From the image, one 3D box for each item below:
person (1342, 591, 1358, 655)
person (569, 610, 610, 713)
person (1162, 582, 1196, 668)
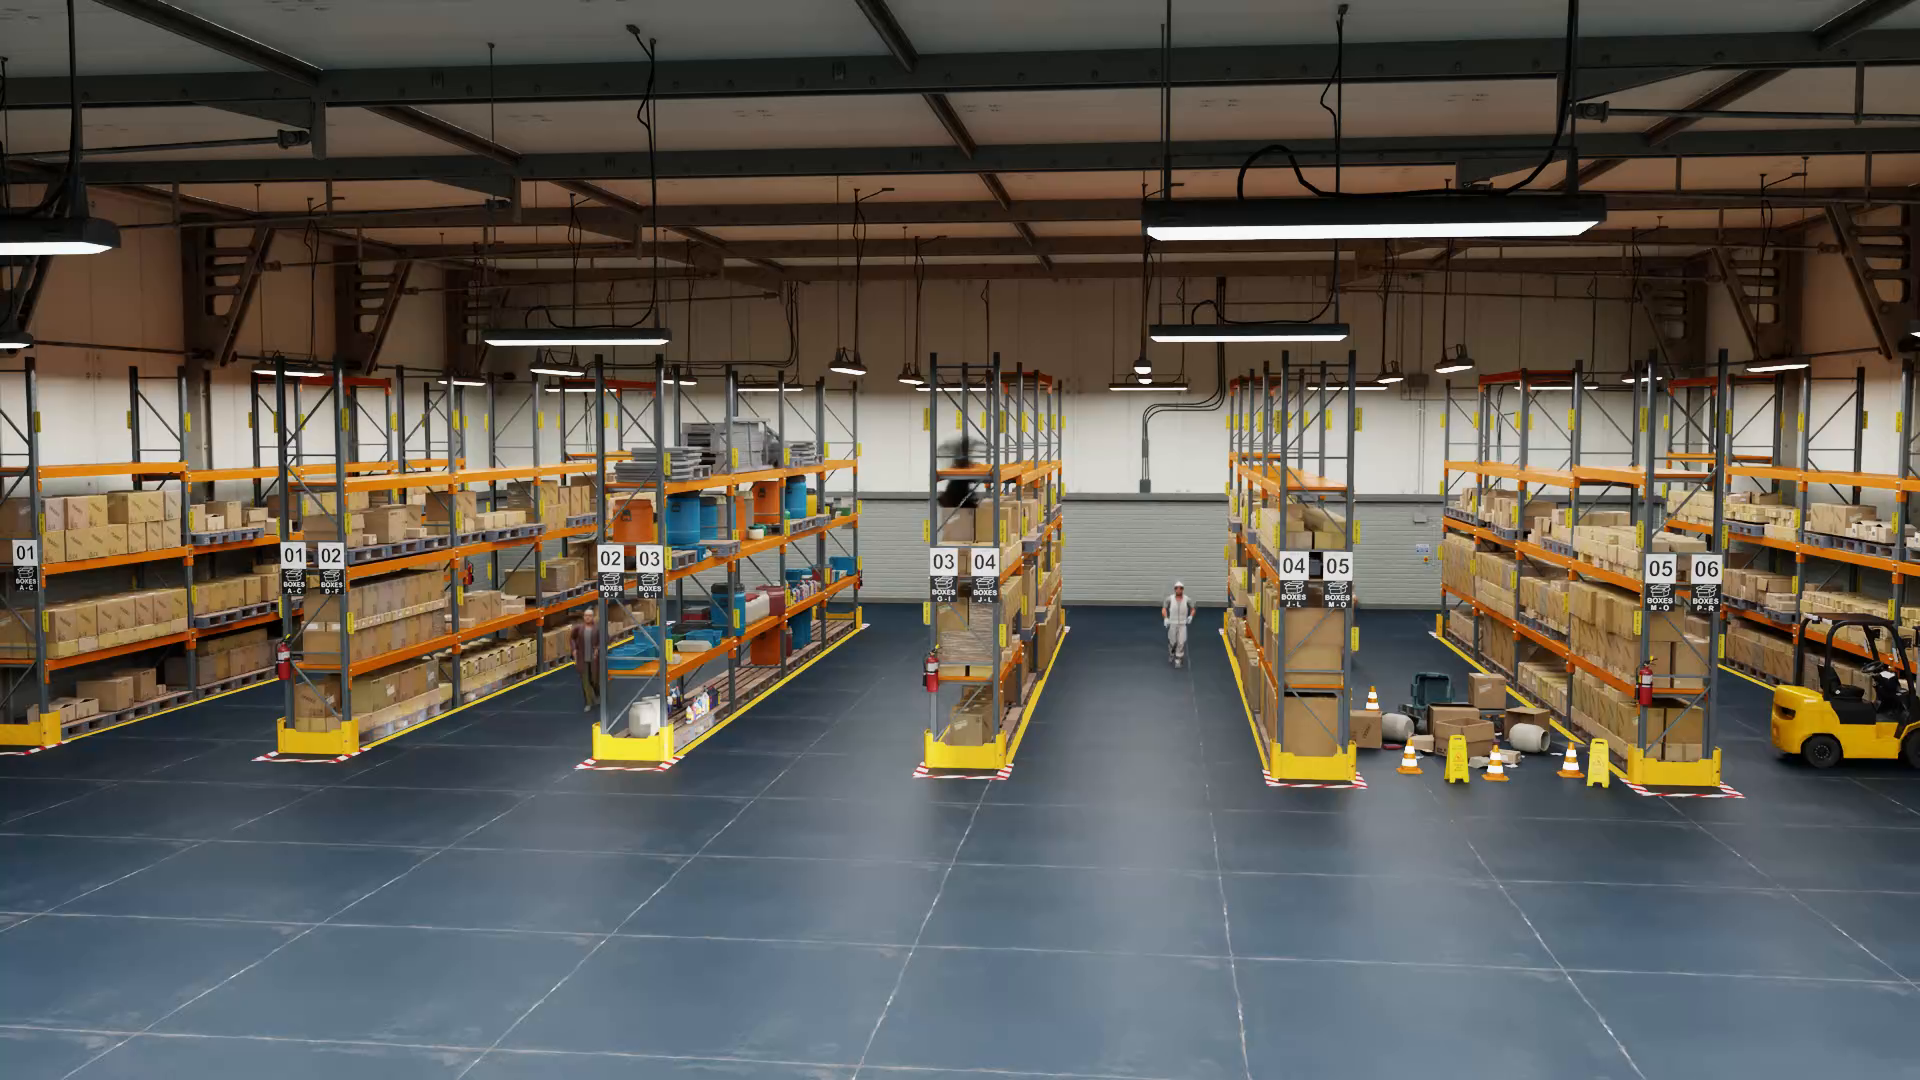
[{"bbox_3d":[8.171,1.657,35.460,0.563,1.720,0.729,0,4,5],"label":"person"},{"bbox_3d":[-6.447,2.082,28.920,0.720,1.762,0.795,0,4,-3],"label":"person"},{"bbox_3d":[4.475,1.731,33.932,0.673,1.751,0.590,0,4,4],"label":"person"}]
